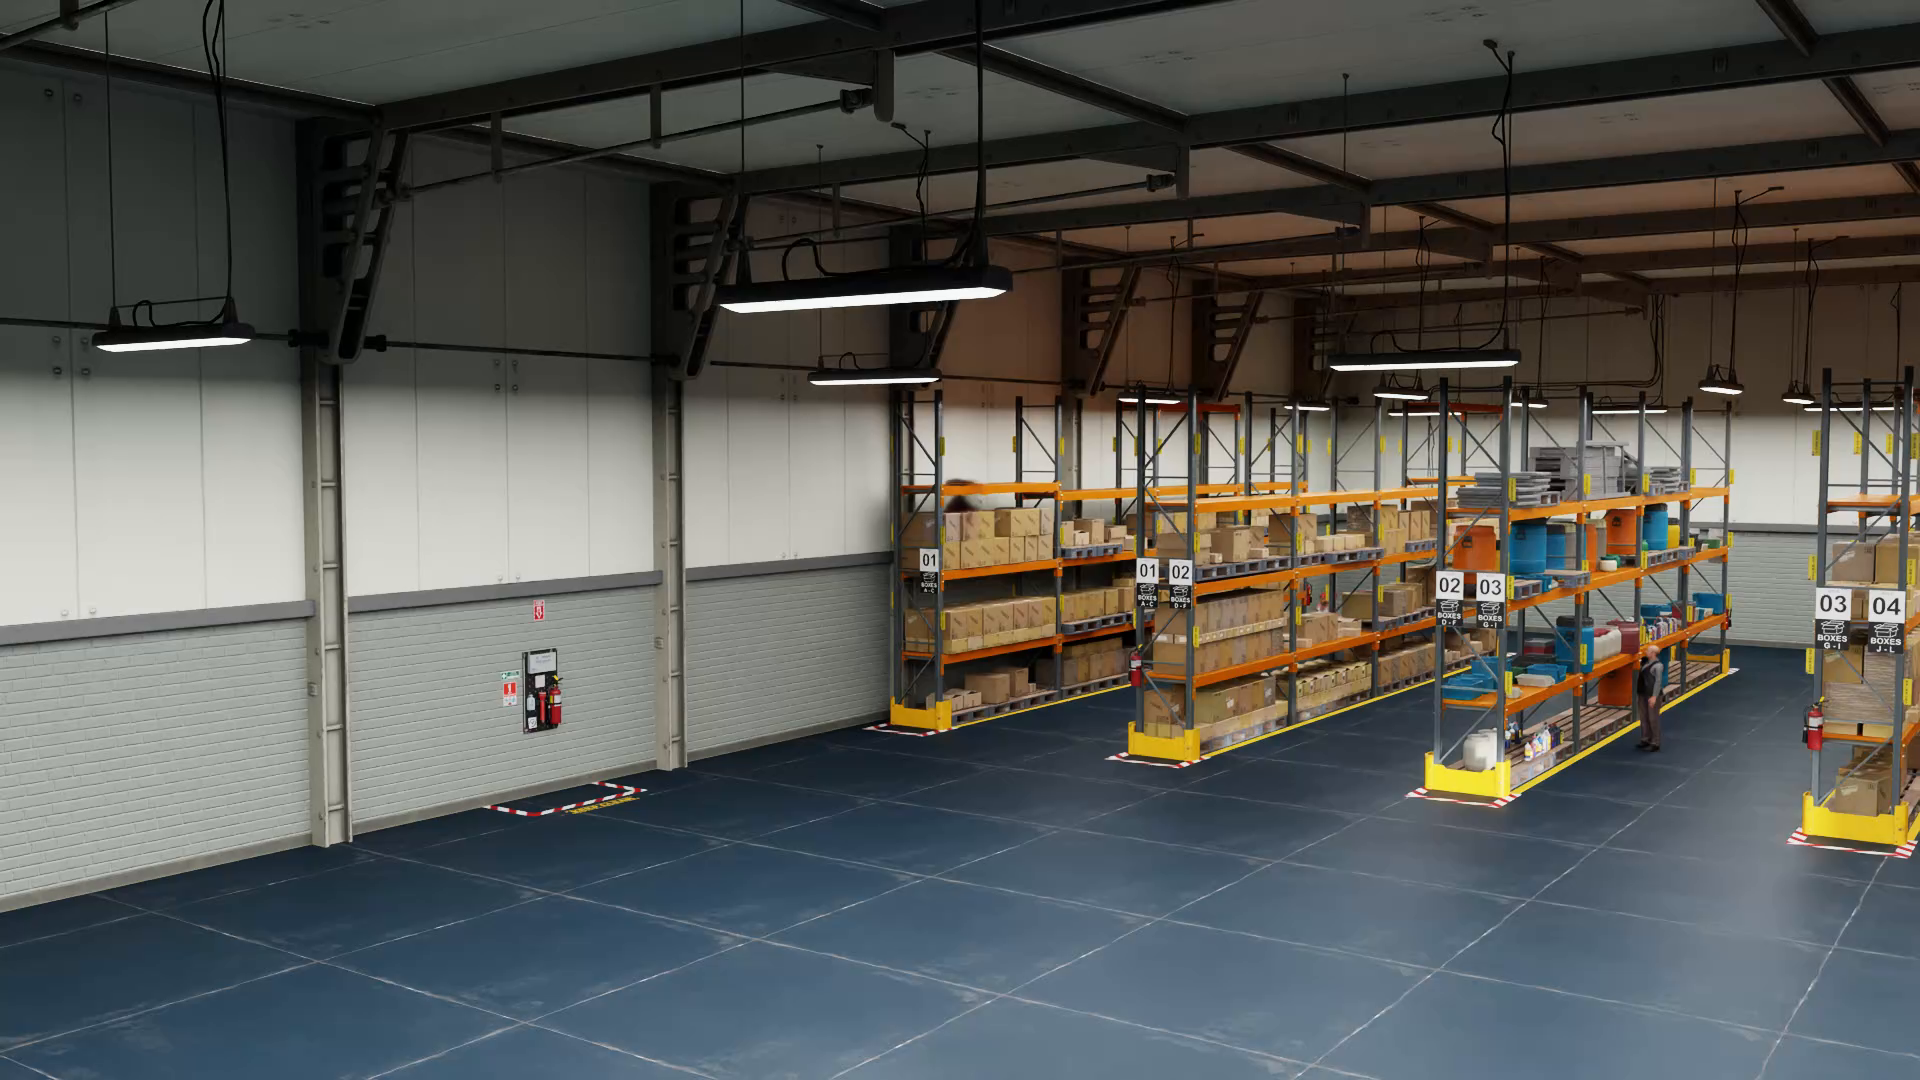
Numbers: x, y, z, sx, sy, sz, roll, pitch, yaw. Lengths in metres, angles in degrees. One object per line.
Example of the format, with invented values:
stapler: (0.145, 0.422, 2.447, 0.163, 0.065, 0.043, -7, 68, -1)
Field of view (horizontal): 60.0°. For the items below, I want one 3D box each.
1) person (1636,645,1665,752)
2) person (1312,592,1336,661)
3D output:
person: (11.389, 2.603, 27.447, 0.402, 1.737, 0.542, -1, 3, -15)
person: (8.151, 2.069, 37.247, 0.624, 1.813, 0.877, 3, 4, 39)
